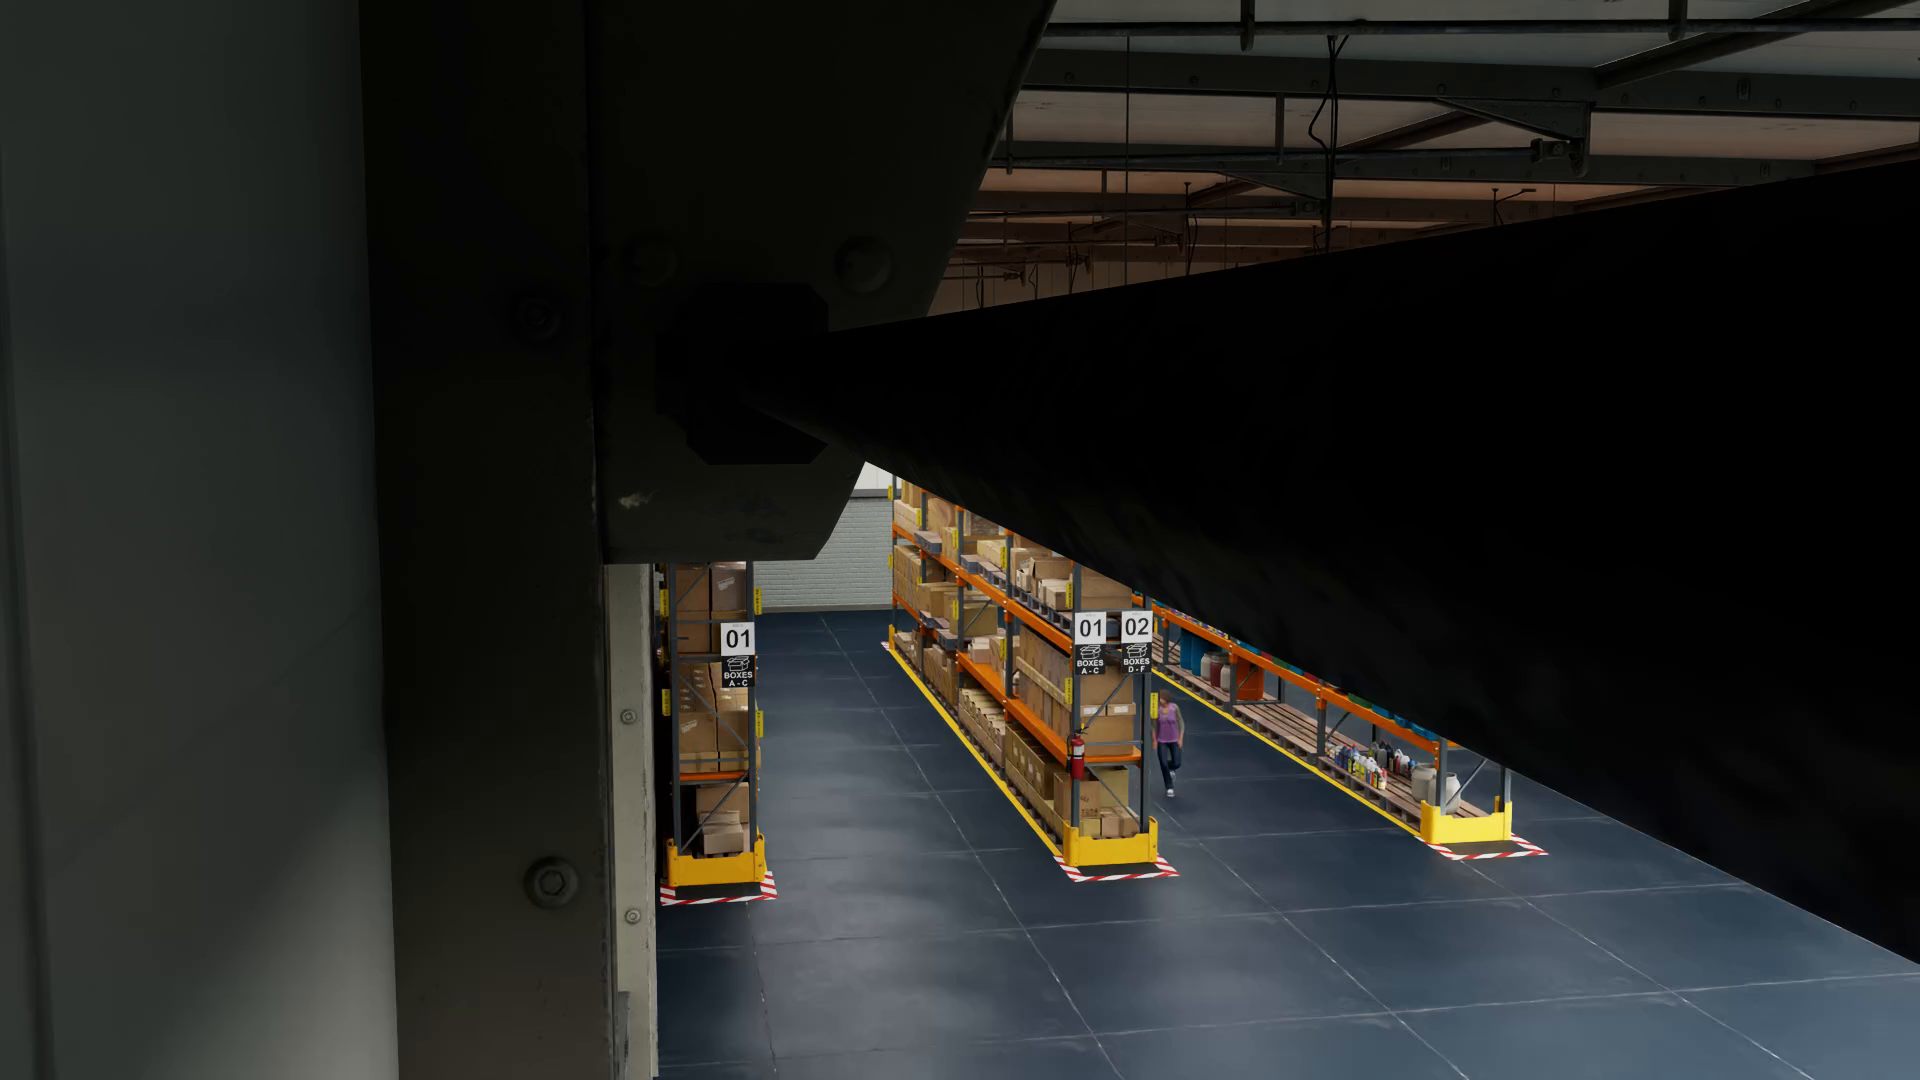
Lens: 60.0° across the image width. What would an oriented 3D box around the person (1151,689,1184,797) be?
[{"bbox_3d":[3.032,2.939,24.278,0.480,1.571,0.490,1,6,9],"label":"person"}]
